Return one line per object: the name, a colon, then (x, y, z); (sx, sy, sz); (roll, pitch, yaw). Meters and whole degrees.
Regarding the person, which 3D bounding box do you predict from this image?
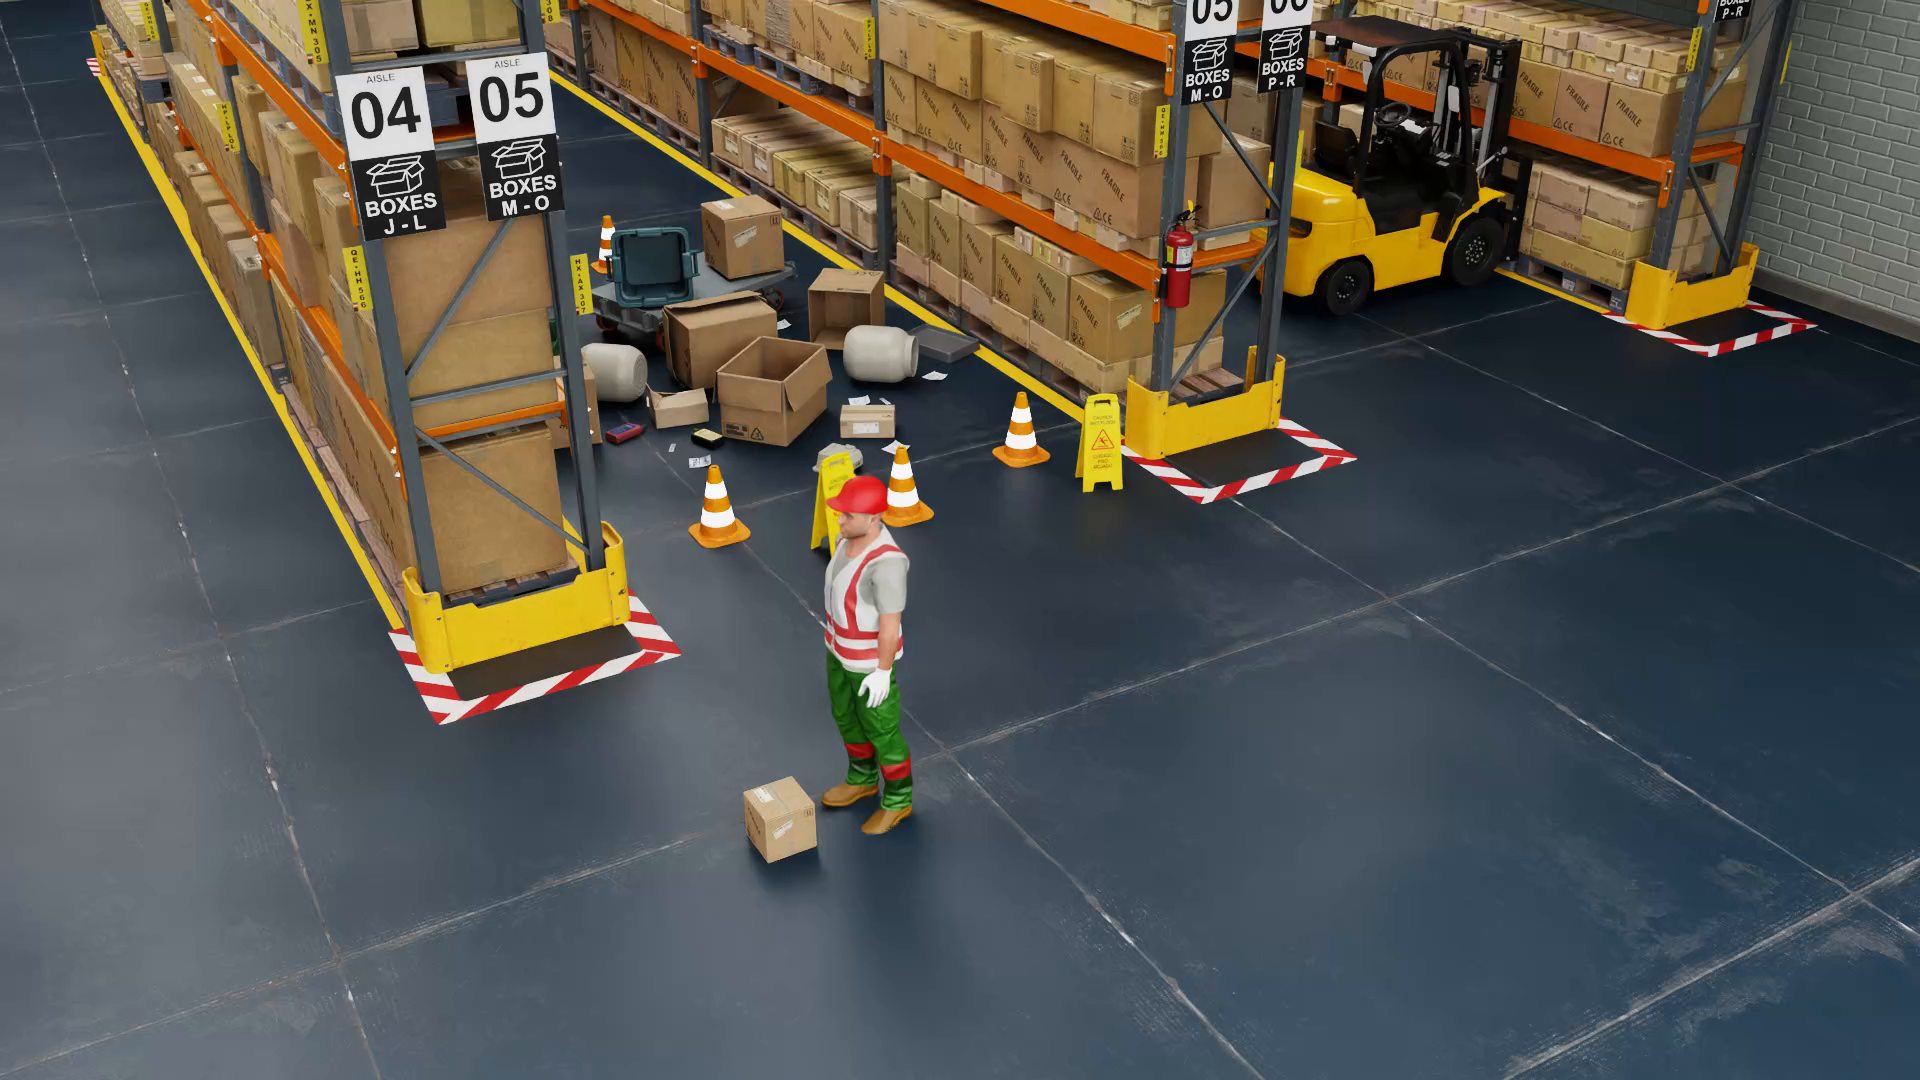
person: (-0.445, 0.531, 7.601); (0.367, 1.812, 0.526); (-15, 32, -25)
